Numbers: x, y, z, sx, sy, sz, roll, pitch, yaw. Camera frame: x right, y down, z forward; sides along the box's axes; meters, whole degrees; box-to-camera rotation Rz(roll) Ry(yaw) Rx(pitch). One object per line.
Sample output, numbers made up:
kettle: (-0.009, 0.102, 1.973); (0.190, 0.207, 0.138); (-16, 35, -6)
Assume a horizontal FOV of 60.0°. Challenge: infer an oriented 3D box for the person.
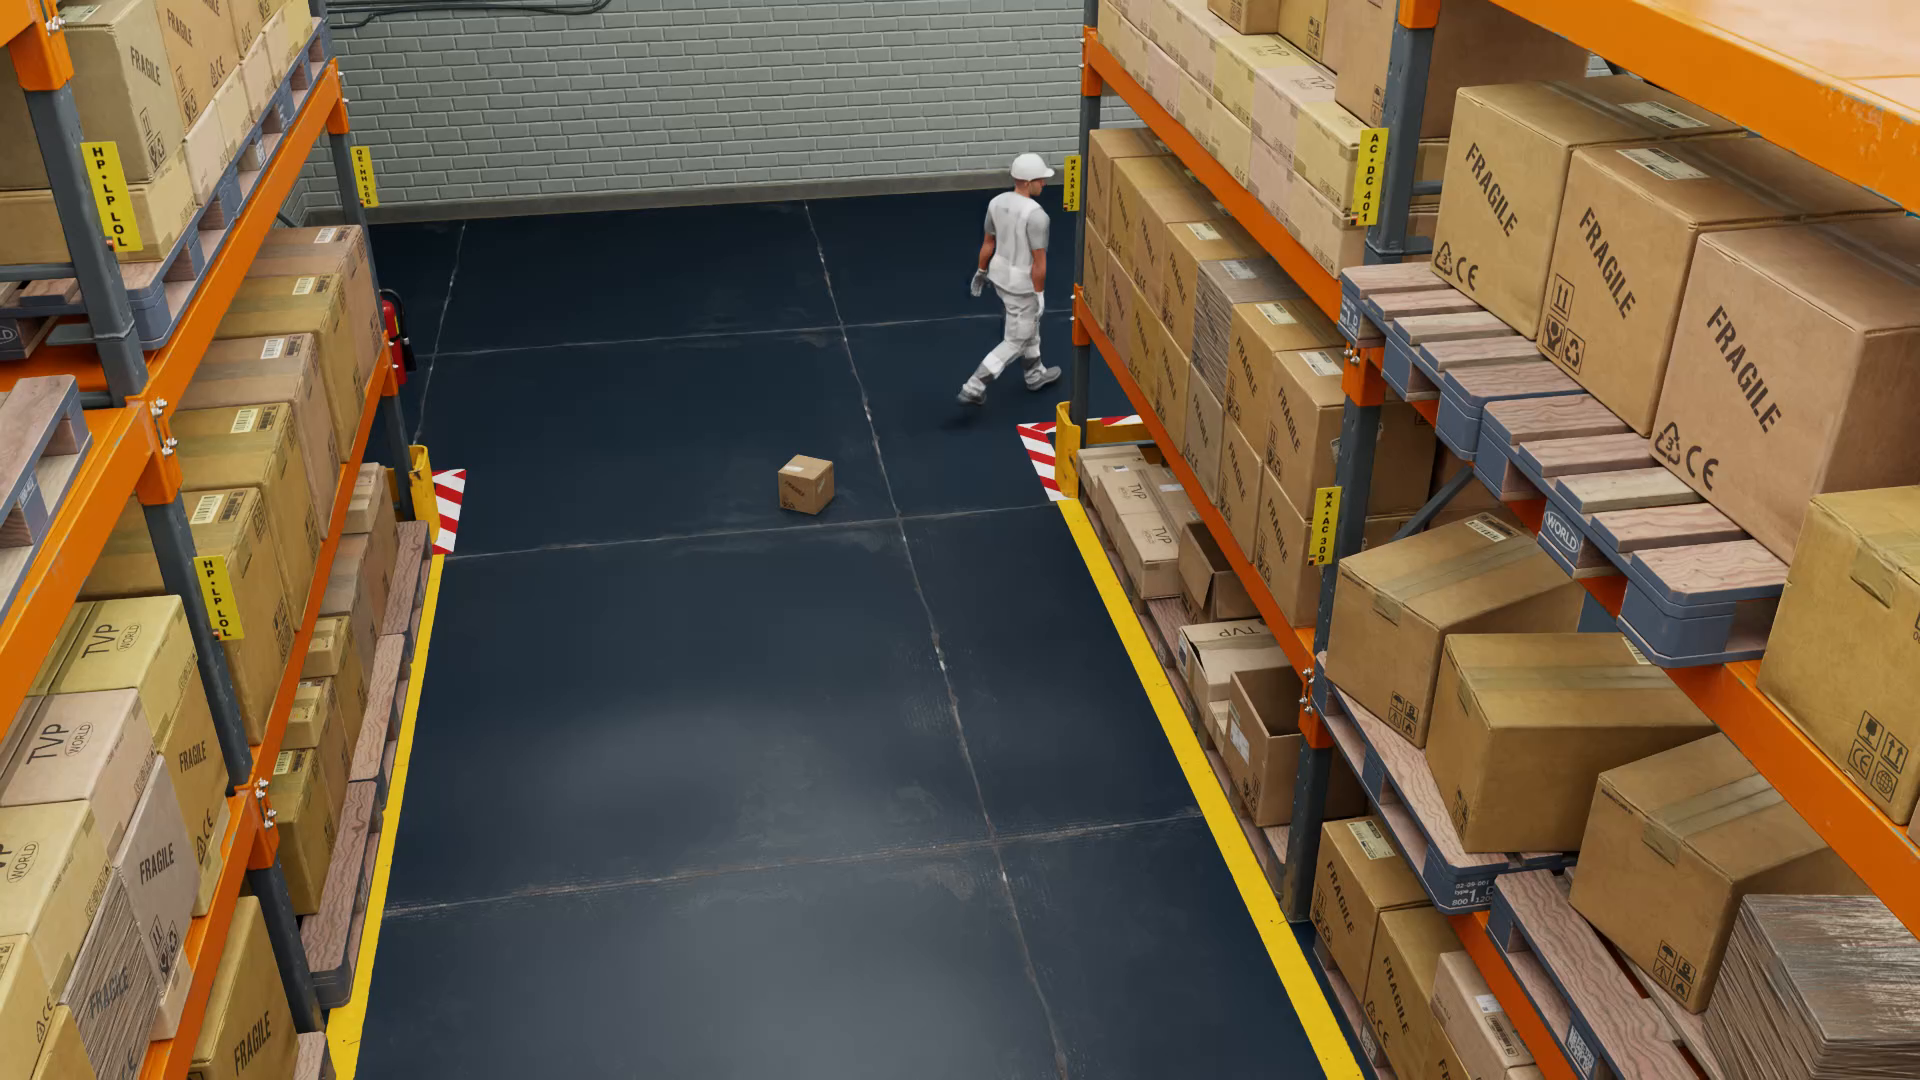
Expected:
person: (0.349, -1.711, 11.056); (1.003, 1.743, 0.661); (-20, 36, -30)
